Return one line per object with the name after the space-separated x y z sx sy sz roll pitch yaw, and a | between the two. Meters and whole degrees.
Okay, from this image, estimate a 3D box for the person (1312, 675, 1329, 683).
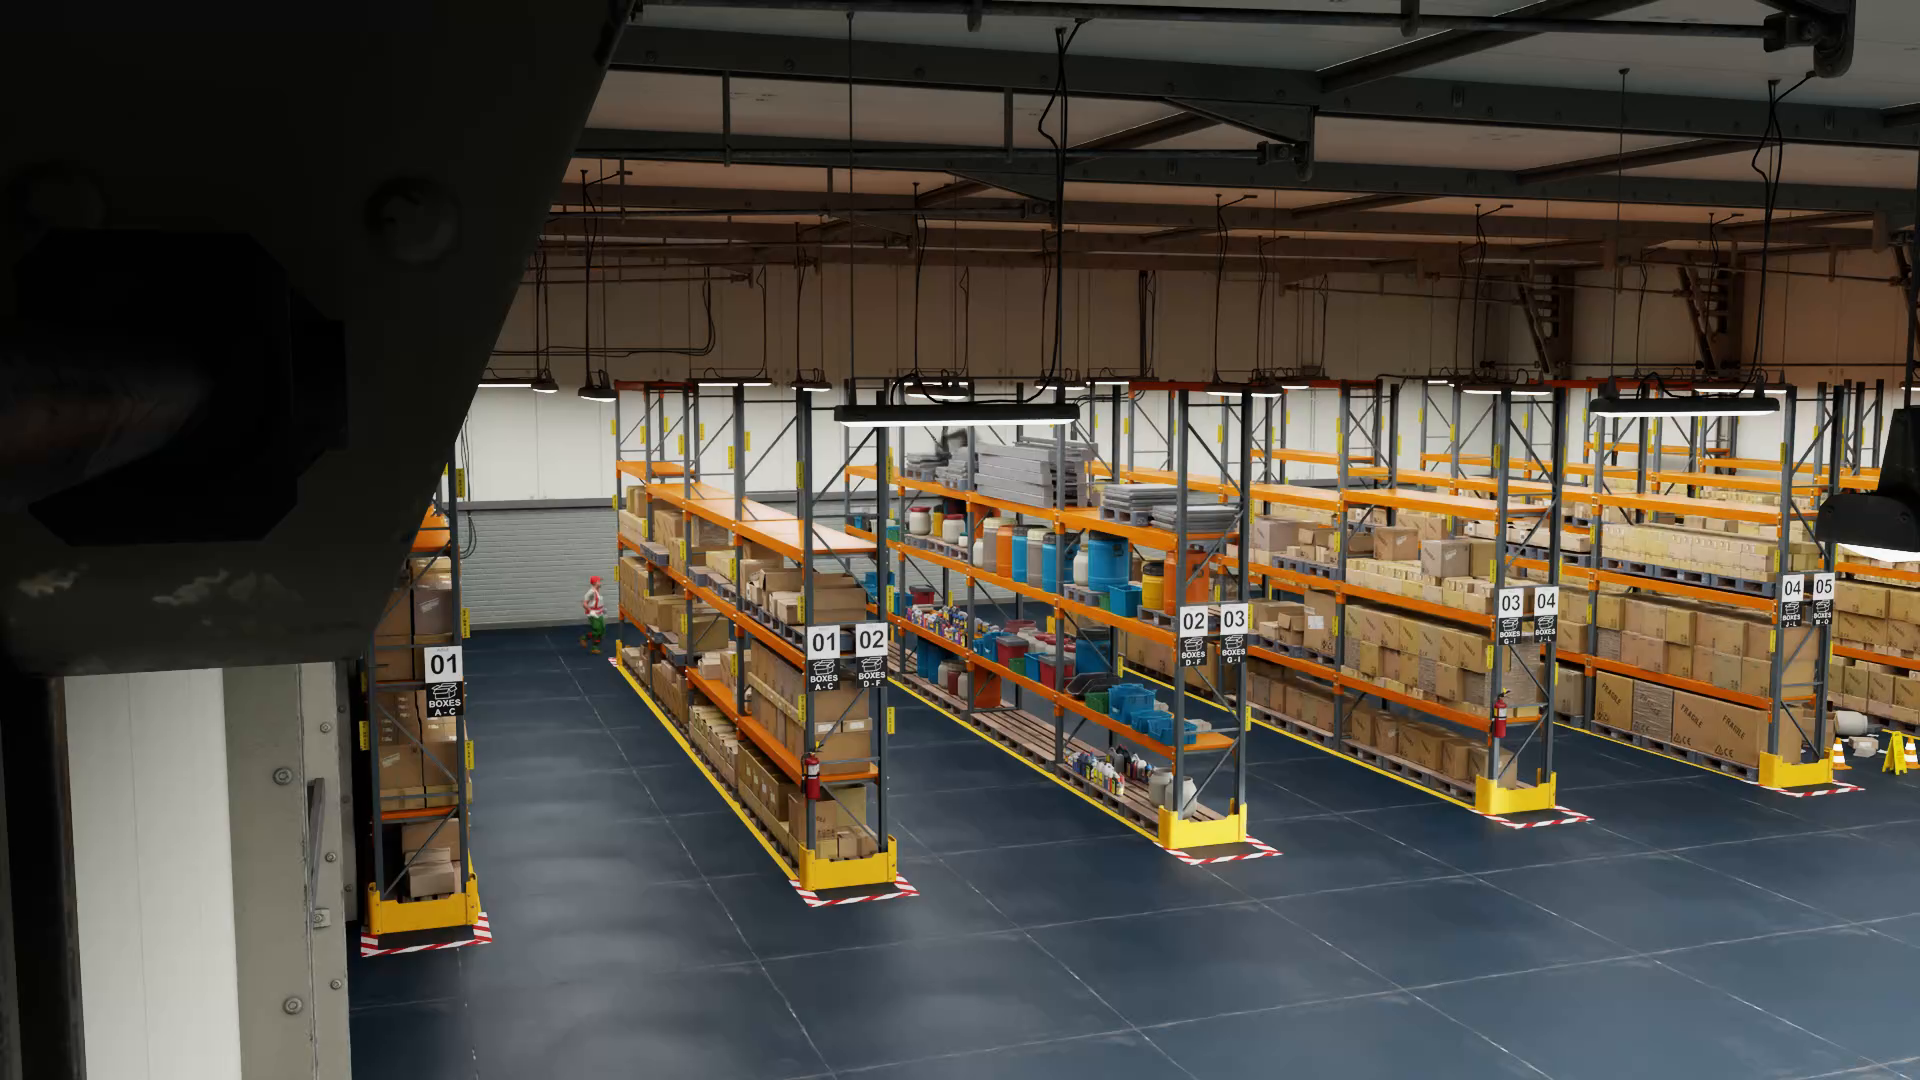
7.305 2.026 33.196 0.750 1.674 0.956 -1 6 -5 | person

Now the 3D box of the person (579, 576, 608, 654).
-8.055 1.632 36.484 0.585 1.709 0.658 1 6 12 | person

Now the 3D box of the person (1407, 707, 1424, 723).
8.166 2.493 28.999 0.653 1.536 1.013 -2 6 -16 | person
